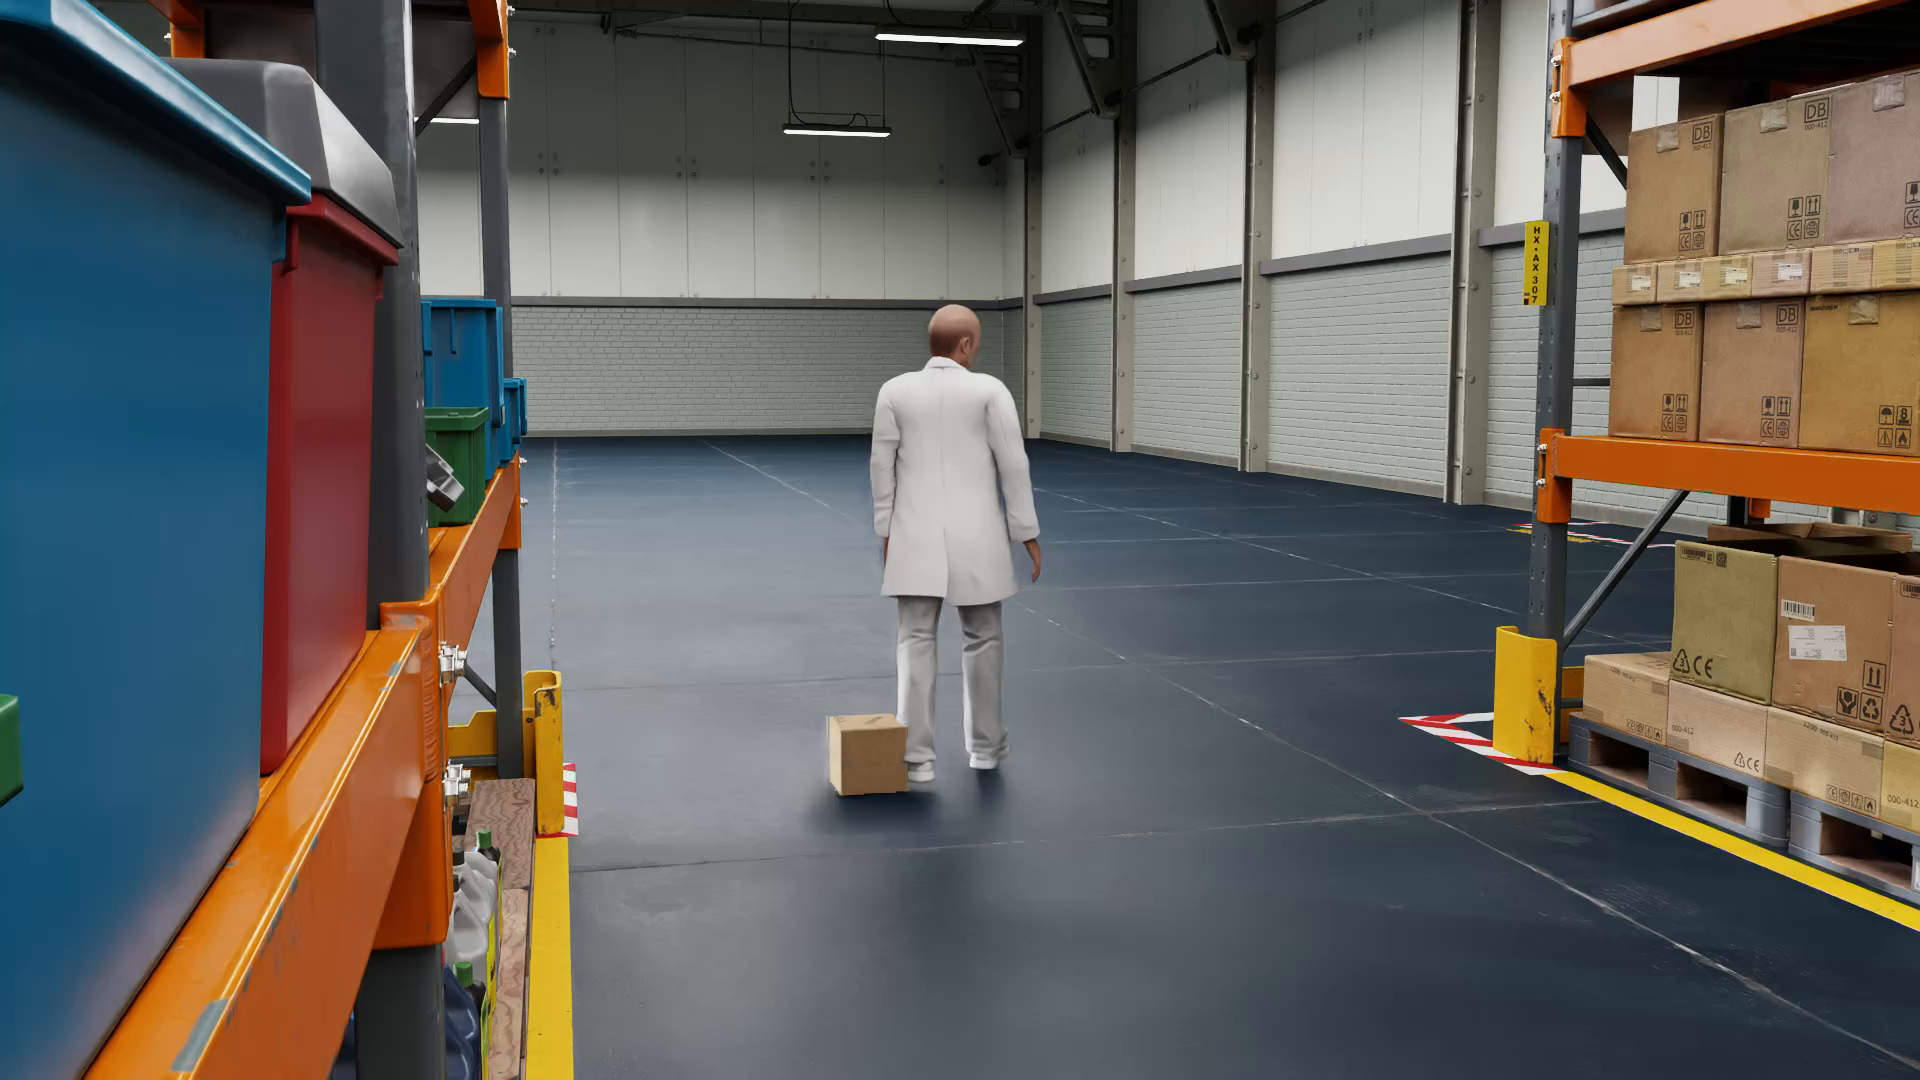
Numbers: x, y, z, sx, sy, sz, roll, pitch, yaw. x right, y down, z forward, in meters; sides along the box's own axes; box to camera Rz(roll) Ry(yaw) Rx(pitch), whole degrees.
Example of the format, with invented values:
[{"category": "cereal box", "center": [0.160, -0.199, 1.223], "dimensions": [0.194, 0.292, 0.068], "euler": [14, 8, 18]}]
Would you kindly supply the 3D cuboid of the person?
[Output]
[{"category": "person", "center": [-0.015, 0.000, 6.338], "dimensions": [0.657, 1.773, 0.658], "euler": [1, 6, 6]}]
